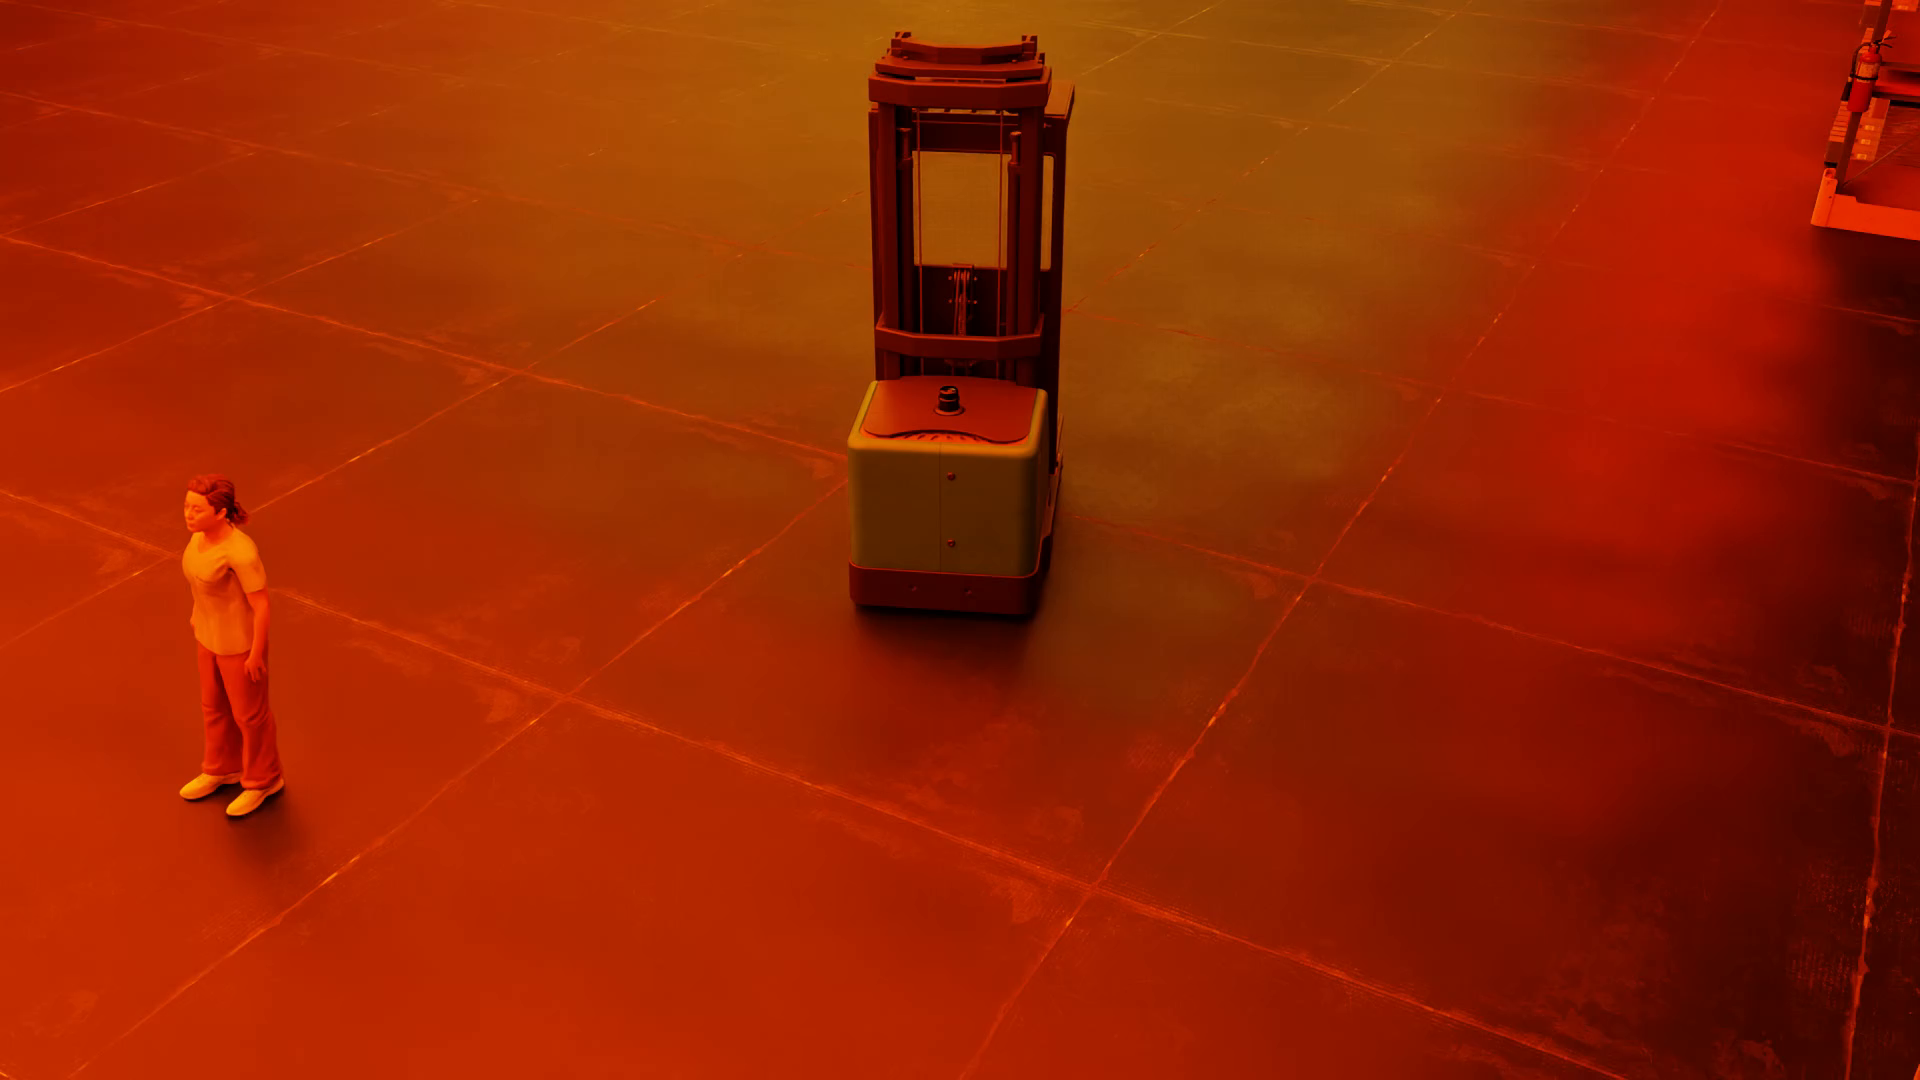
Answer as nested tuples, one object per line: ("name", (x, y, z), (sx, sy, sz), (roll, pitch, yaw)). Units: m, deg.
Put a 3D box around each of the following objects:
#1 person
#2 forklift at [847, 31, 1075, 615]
("person", (-3.294, 0.429, 7.509), (0.537, 1.611, 0.407), (24, 37, 35))
("forklift", (0.072, -1.572, 9.794), (1.130, 2.935, 3.031), (3, 30, 6))
